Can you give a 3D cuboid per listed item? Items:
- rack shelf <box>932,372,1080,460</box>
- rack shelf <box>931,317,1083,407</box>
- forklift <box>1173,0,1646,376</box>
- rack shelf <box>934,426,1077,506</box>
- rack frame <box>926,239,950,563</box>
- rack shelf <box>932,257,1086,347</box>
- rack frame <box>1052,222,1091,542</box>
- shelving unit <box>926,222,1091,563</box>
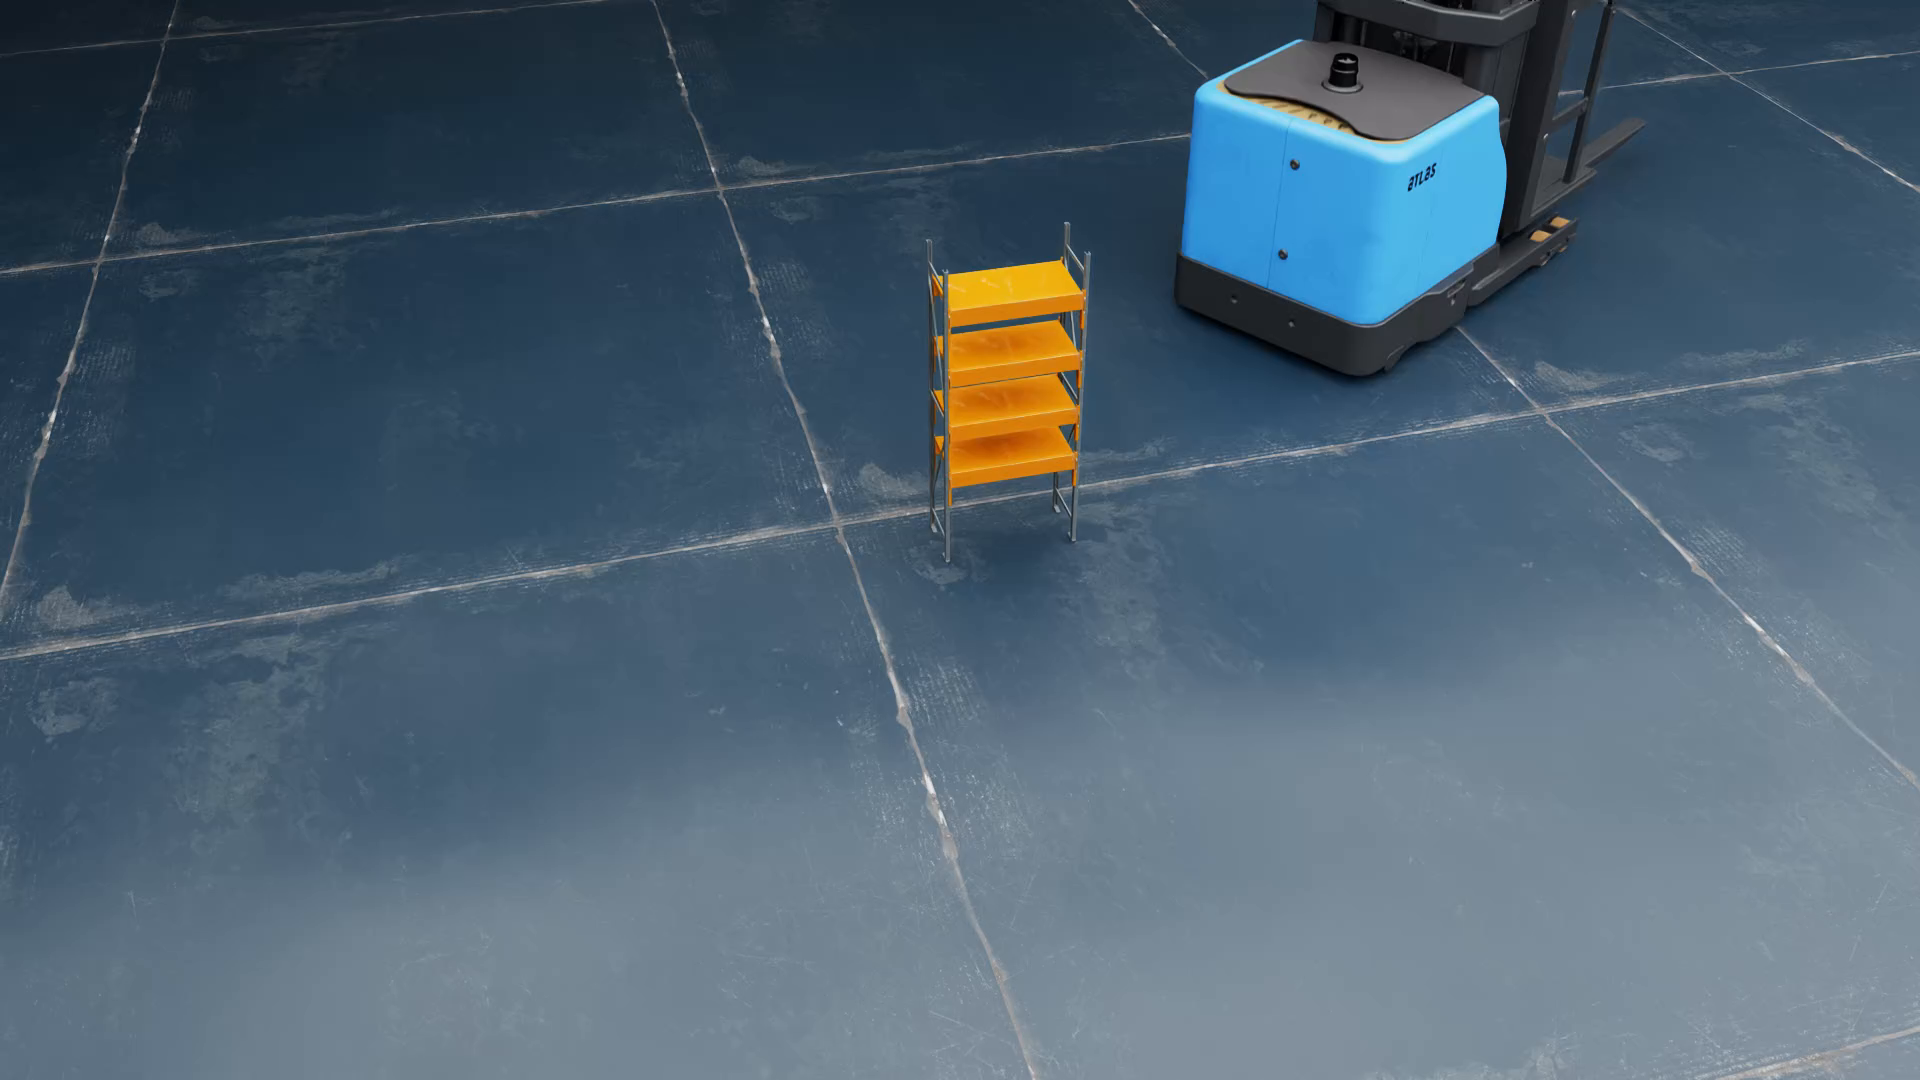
[{"bbox_3d":[0.160,-0.449,5.961,0.480,0.148,0.258,-9,38,-12],"label":"rack shelf"},{"bbox_3d":[0.160,-0.627,5.825,0.480,0.148,0.258,-9,38,-12],"label":"rack shelf"},{"bbox_3d":[2.344,-2.665,7.321,1.130,2.935,3.031,30,46,33],"label":"forklift"},{"bbox_3d":[0.160,-0.292,6.081,0.480,0.148,0.258,-9,38,-12],"label":"rack shelf"},{"bbox_3d":[-0.076,-0.464,5.869,0.015,1.200,0.240,-9,38,-12],"label":"rack frame"},{"bbox_3d":[0.160,-0.815,5.681,0.480,0.148,0.258,-9,38,-12],"label":"rack shelf"},{"bbox_3d":[0.395,-0.541,5.970,0.015,1.200,0.240,-9,38,-12],"label":"rack frame"},{"bbox_3d":[0.160,-0.503,5.920,0.503,1.200,0.258,-9,38,-12],"label":"shelving unit"}]
